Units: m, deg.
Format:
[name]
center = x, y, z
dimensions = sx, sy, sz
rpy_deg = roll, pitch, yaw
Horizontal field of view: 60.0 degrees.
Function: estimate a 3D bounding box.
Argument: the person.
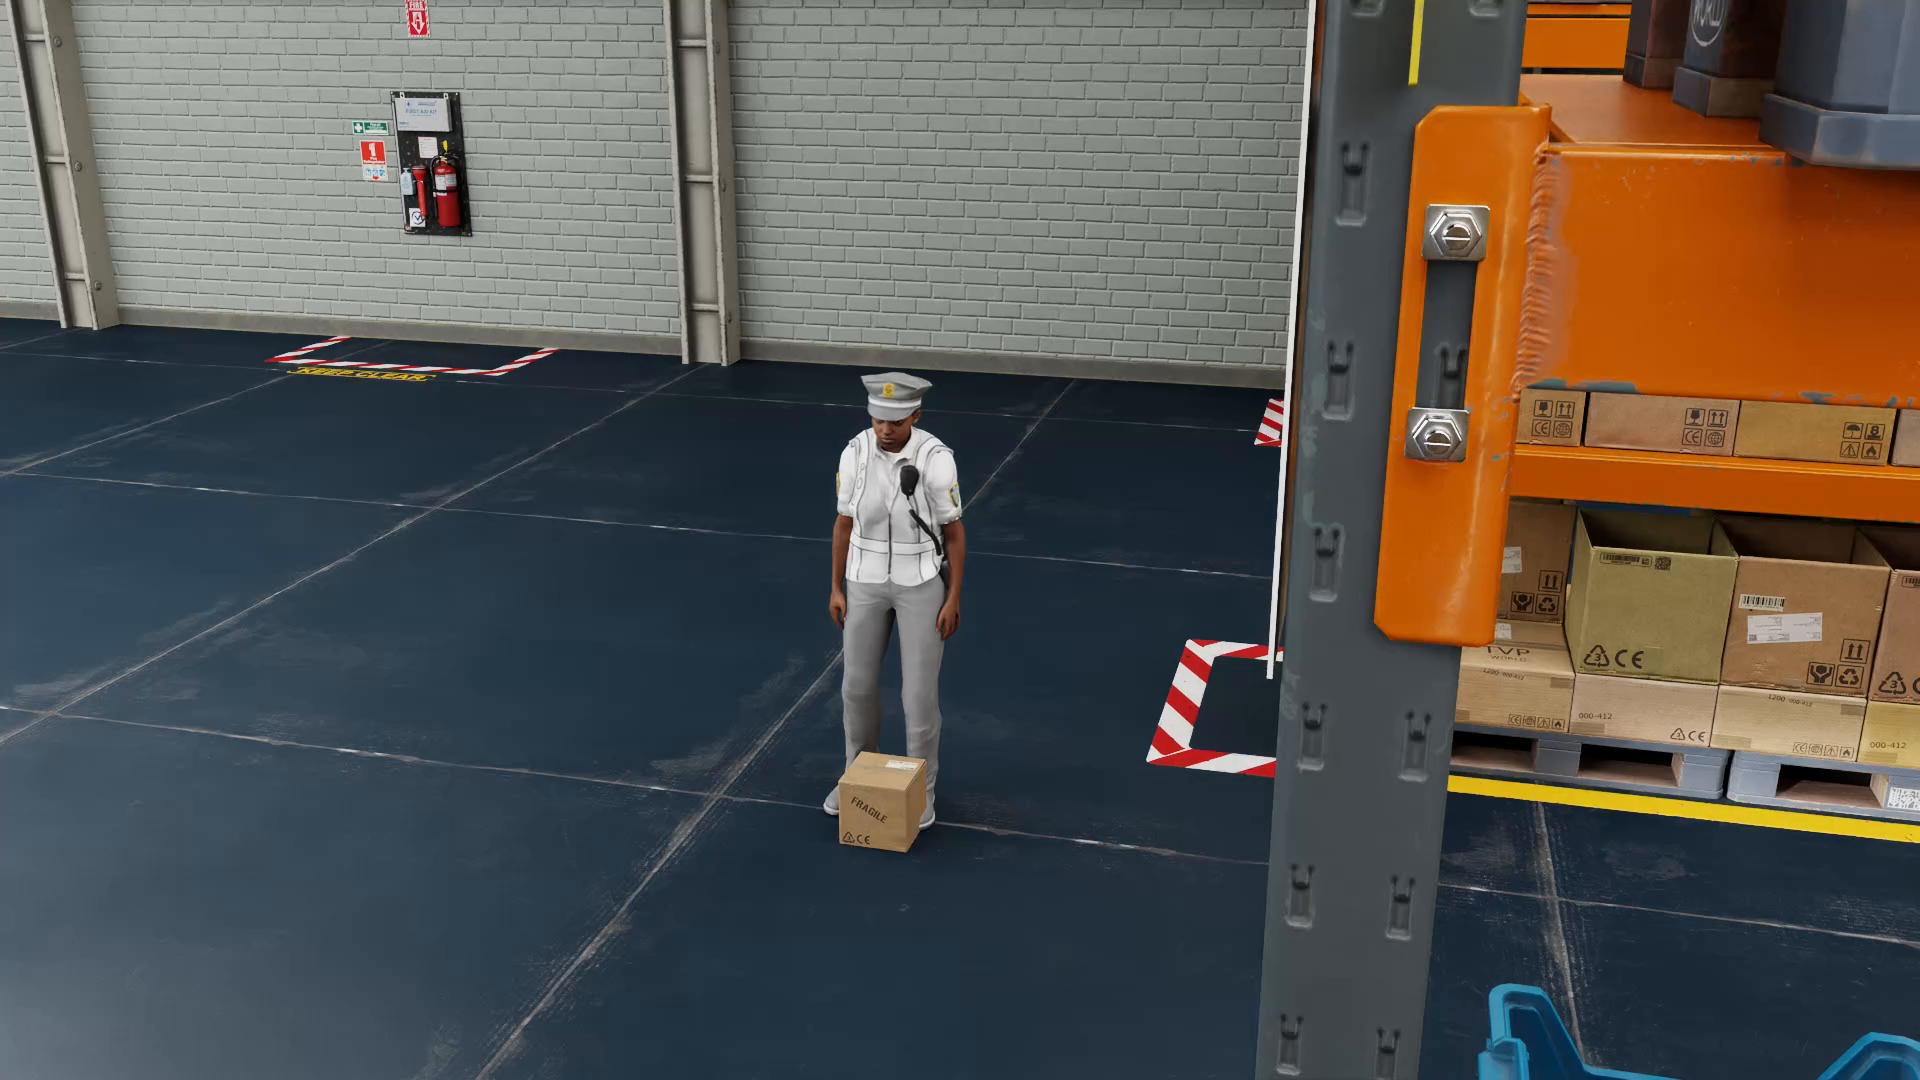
[person]
center = -0.245, 0.201, 5.959
dimensions = 0.488, 1.657, 0.423
rpy_deg = 4, 19, 13
